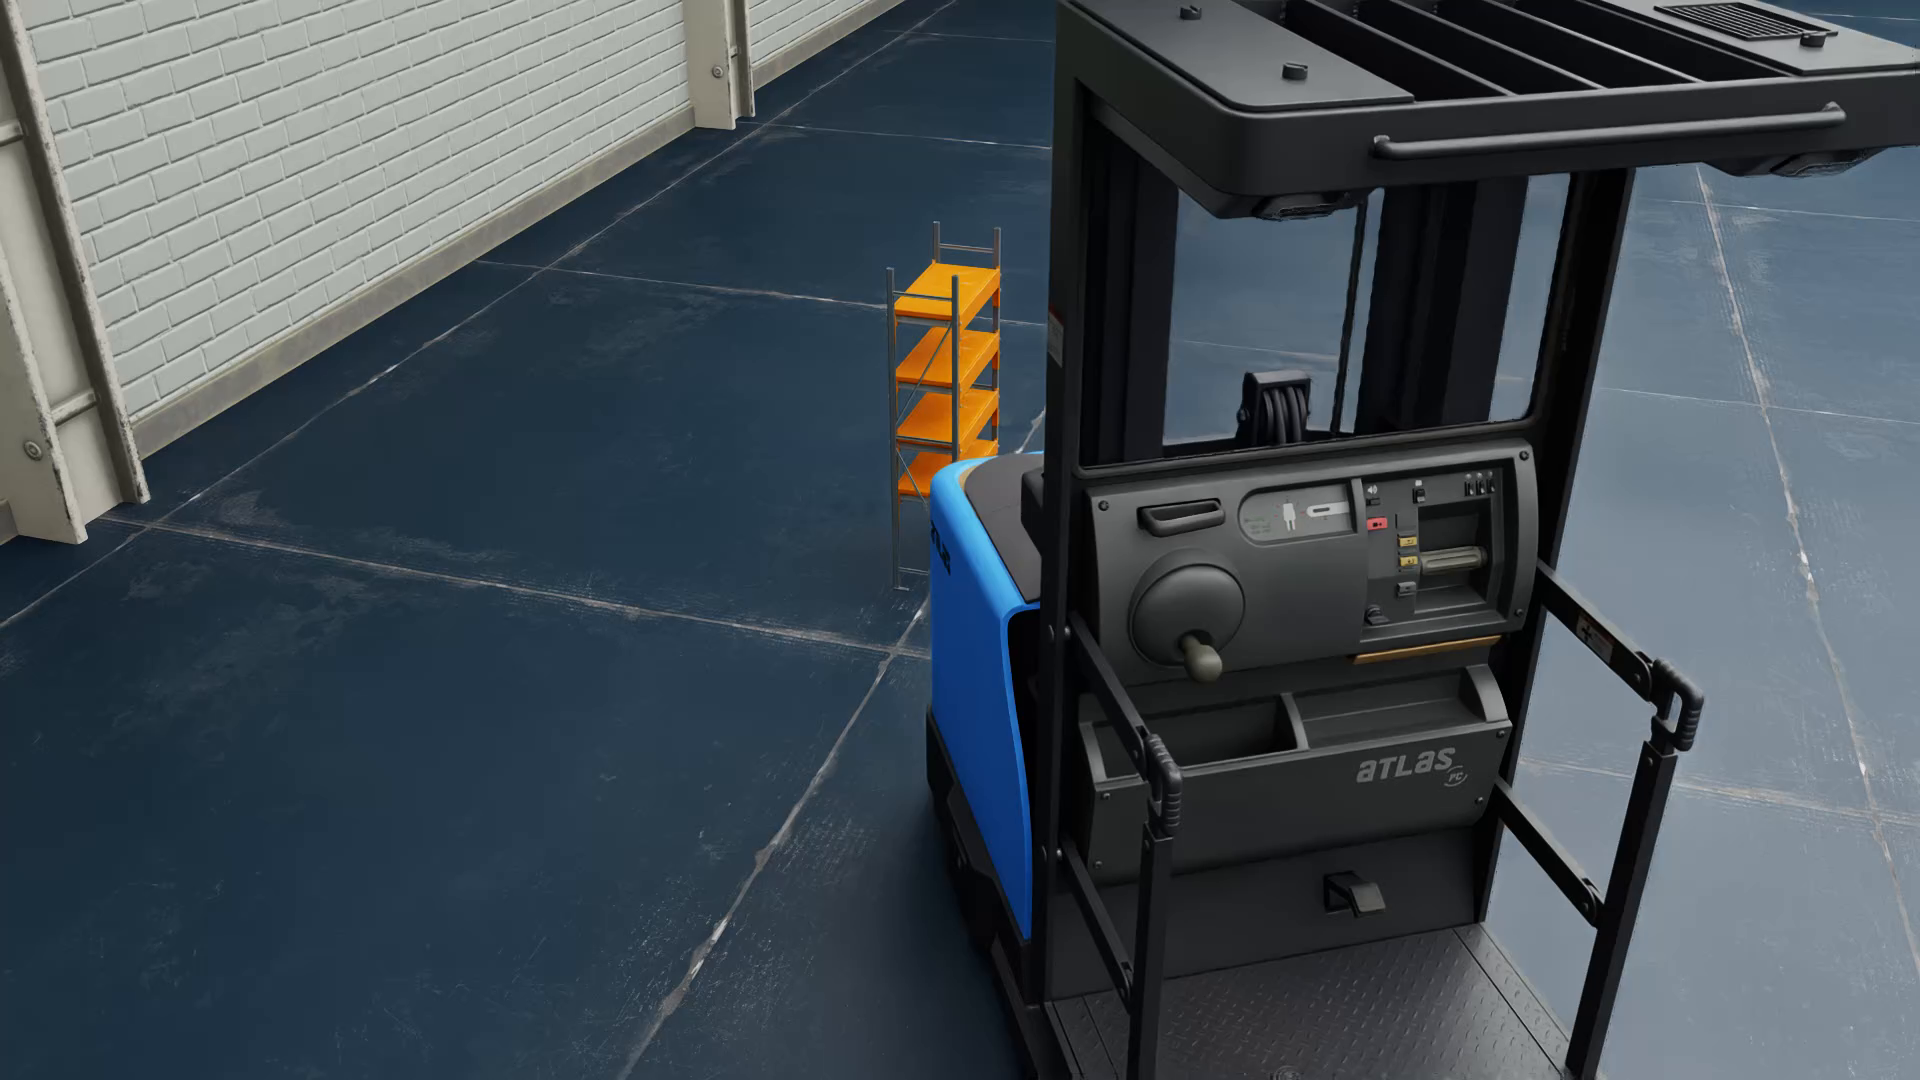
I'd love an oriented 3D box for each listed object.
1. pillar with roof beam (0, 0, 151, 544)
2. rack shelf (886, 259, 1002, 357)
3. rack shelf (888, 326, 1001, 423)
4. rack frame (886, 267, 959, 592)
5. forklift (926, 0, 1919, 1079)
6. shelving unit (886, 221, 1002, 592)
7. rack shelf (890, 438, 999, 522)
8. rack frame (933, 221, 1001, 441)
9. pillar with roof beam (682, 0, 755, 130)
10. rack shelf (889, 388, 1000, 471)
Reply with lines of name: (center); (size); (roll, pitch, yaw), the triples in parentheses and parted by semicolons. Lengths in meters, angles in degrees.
pillar with roof beam: (0.727, -3.415, 3.132); (9.100, 9.000, 0.400); (8, 30, 15)
rack shelf: (-0.049, -0.791, 5.629); (0.258, 0.148, 0.480); (8, 30, 15)
rack shelf: (-0.049, -0.584, 5.744); (0.258, 0.148, 0.480); (8, 30, 15)
rack frame: (-0.120, -0.334, 5.616); (0.240, 1.200, 0.015); (8, 30, 15)
forklift: (0.758, 0.087, 3.079); (1.130, 2.935, 3.031); (-7, 30, -12)
shelving unit: (-0.049, -0.447, 5.820); (0.258, 1.200, 0.503); (8, 30, 15)
rack shelf: (-0.049, -0.215, 5.949); (0.258, 0.148, 0.480); (8, 30, 15)
rack frame: (0.023, -0.561, 6.024); (0.240, 1.200, 0.015); (8, 30, 15)
pillar with roof beam: (2.489, -6.203, 8.144); (9.100, 9.000, 0.400); (8, 30, 15)
rack shelf: (-0.049, -0.389, 5.853); (0.258, 0.148, 0.480); (8, 30, 15)
